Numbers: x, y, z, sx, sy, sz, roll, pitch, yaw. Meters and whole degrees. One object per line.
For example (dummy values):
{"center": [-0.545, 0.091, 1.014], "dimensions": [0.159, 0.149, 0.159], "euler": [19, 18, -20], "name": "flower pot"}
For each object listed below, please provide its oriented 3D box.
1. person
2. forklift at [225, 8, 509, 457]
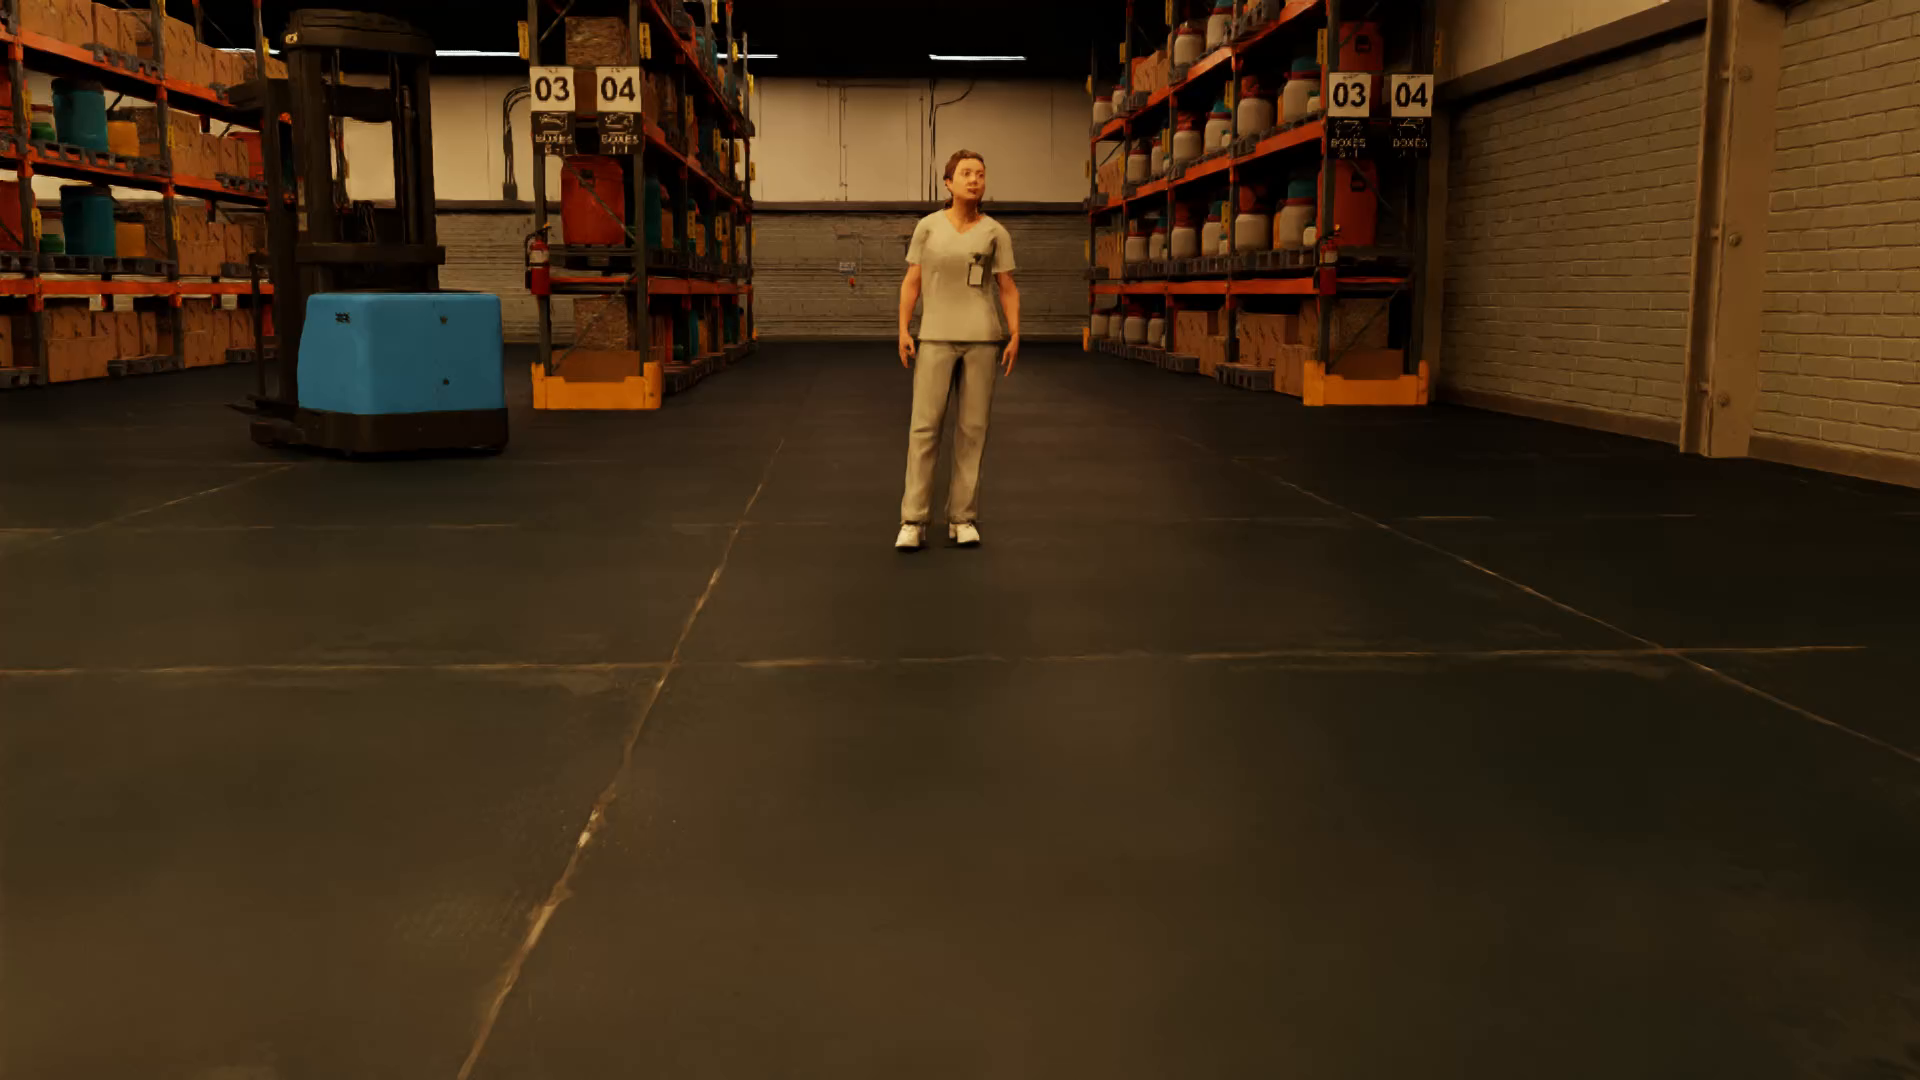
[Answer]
{"center": [-0.009, -0.825, 7.112], "dimensions": [0.550, 1.674, 0.548], "euler": [-1, 8, -4], "name": "person"}
{"center": [-4.418, -2.147, 11.794], "dimensions": [1.130, 2.935, 3.031], "euler": [-8, 11, -42], "name": "forklift"}
